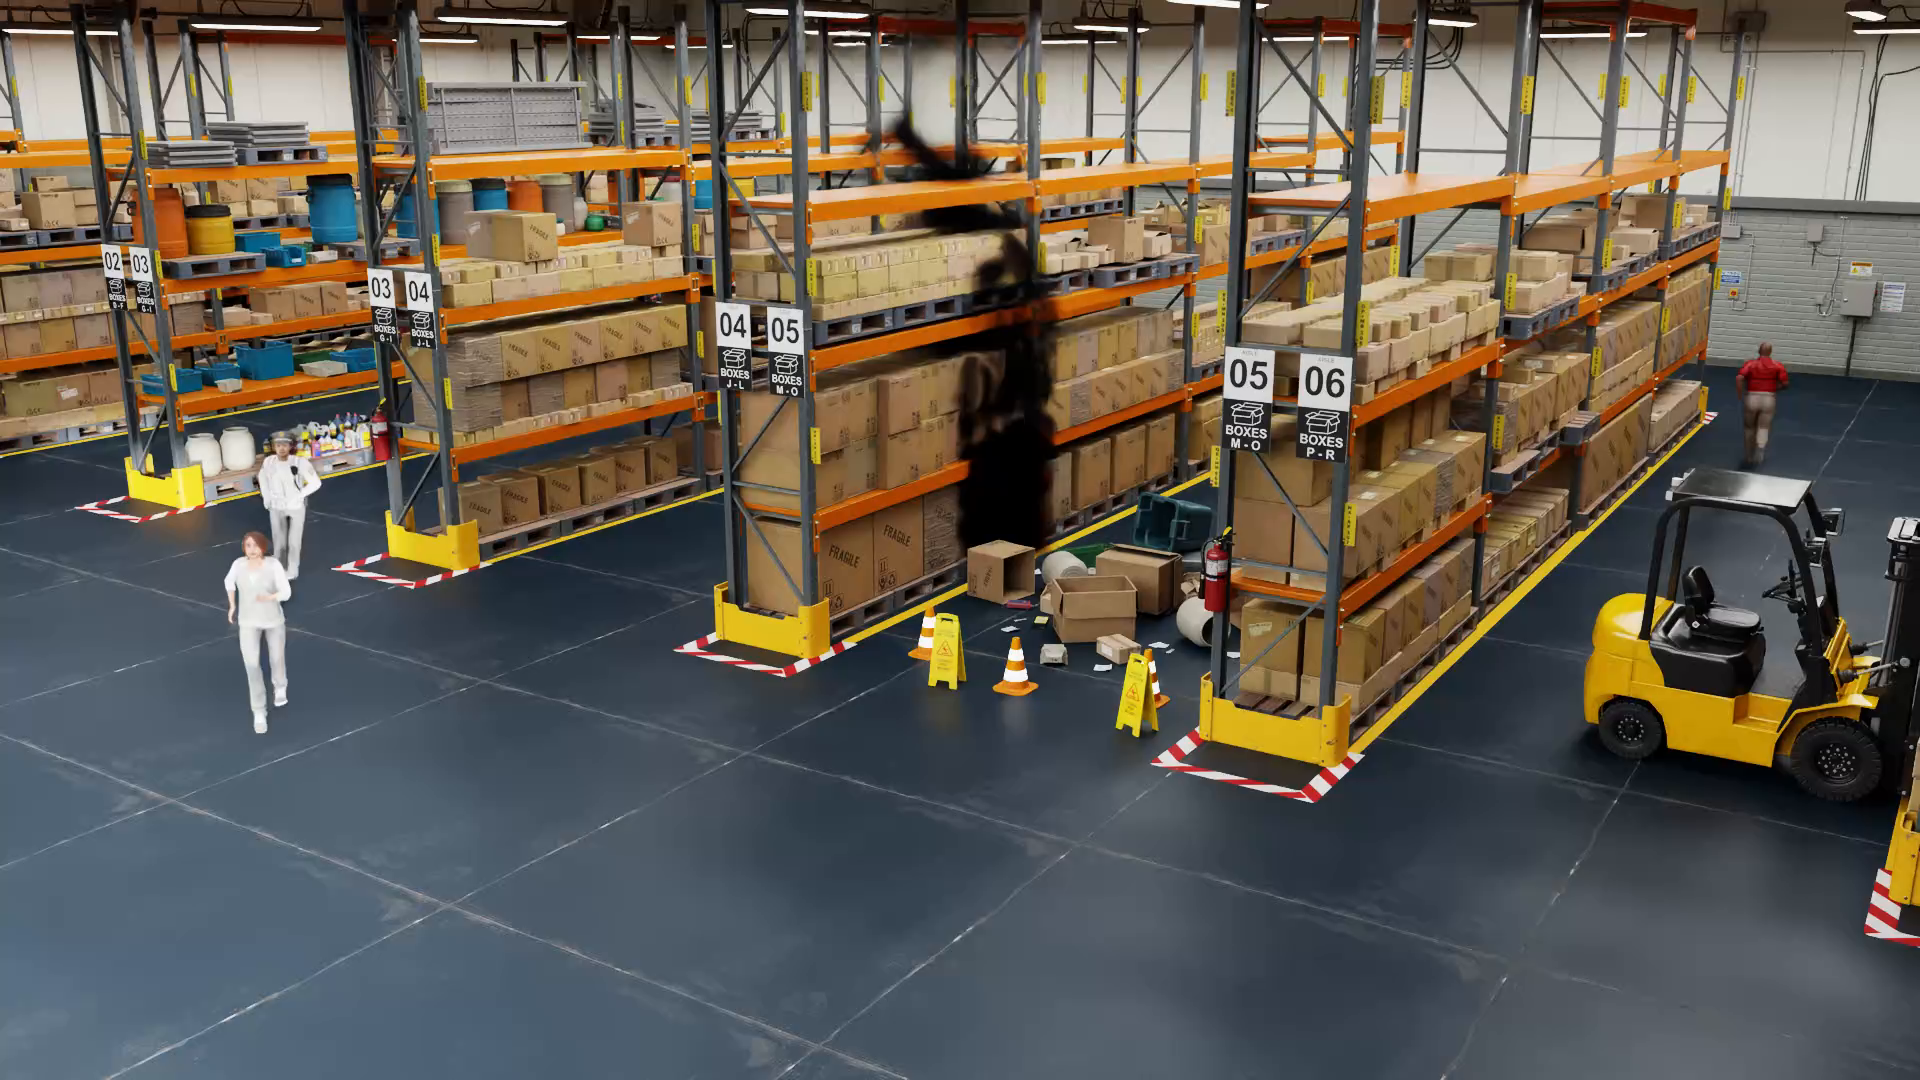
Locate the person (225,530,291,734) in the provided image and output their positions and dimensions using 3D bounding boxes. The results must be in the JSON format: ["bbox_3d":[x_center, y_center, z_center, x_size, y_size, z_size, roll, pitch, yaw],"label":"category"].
[{"bbox_3d":[-5.735,0.719,13.660,0.510,1.627,0.728,-5,16,-18],"label":"person"}]

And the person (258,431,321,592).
[{"bbox_3d":[-6.904,-0.314,17.205,0.616,1.735,0.800,-4,16,-15],"label":"person"}]

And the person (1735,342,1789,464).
[{"bbox_3d":[10.902,-1.848,22.685,0.663,1.709,0.921,7,17,25],"label":"person"}]

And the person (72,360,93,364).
[{"bbox_3d":[-14.200,-3.050,27.053,0.588,1.669,0.834,6,17,21],"label":"person"}]
